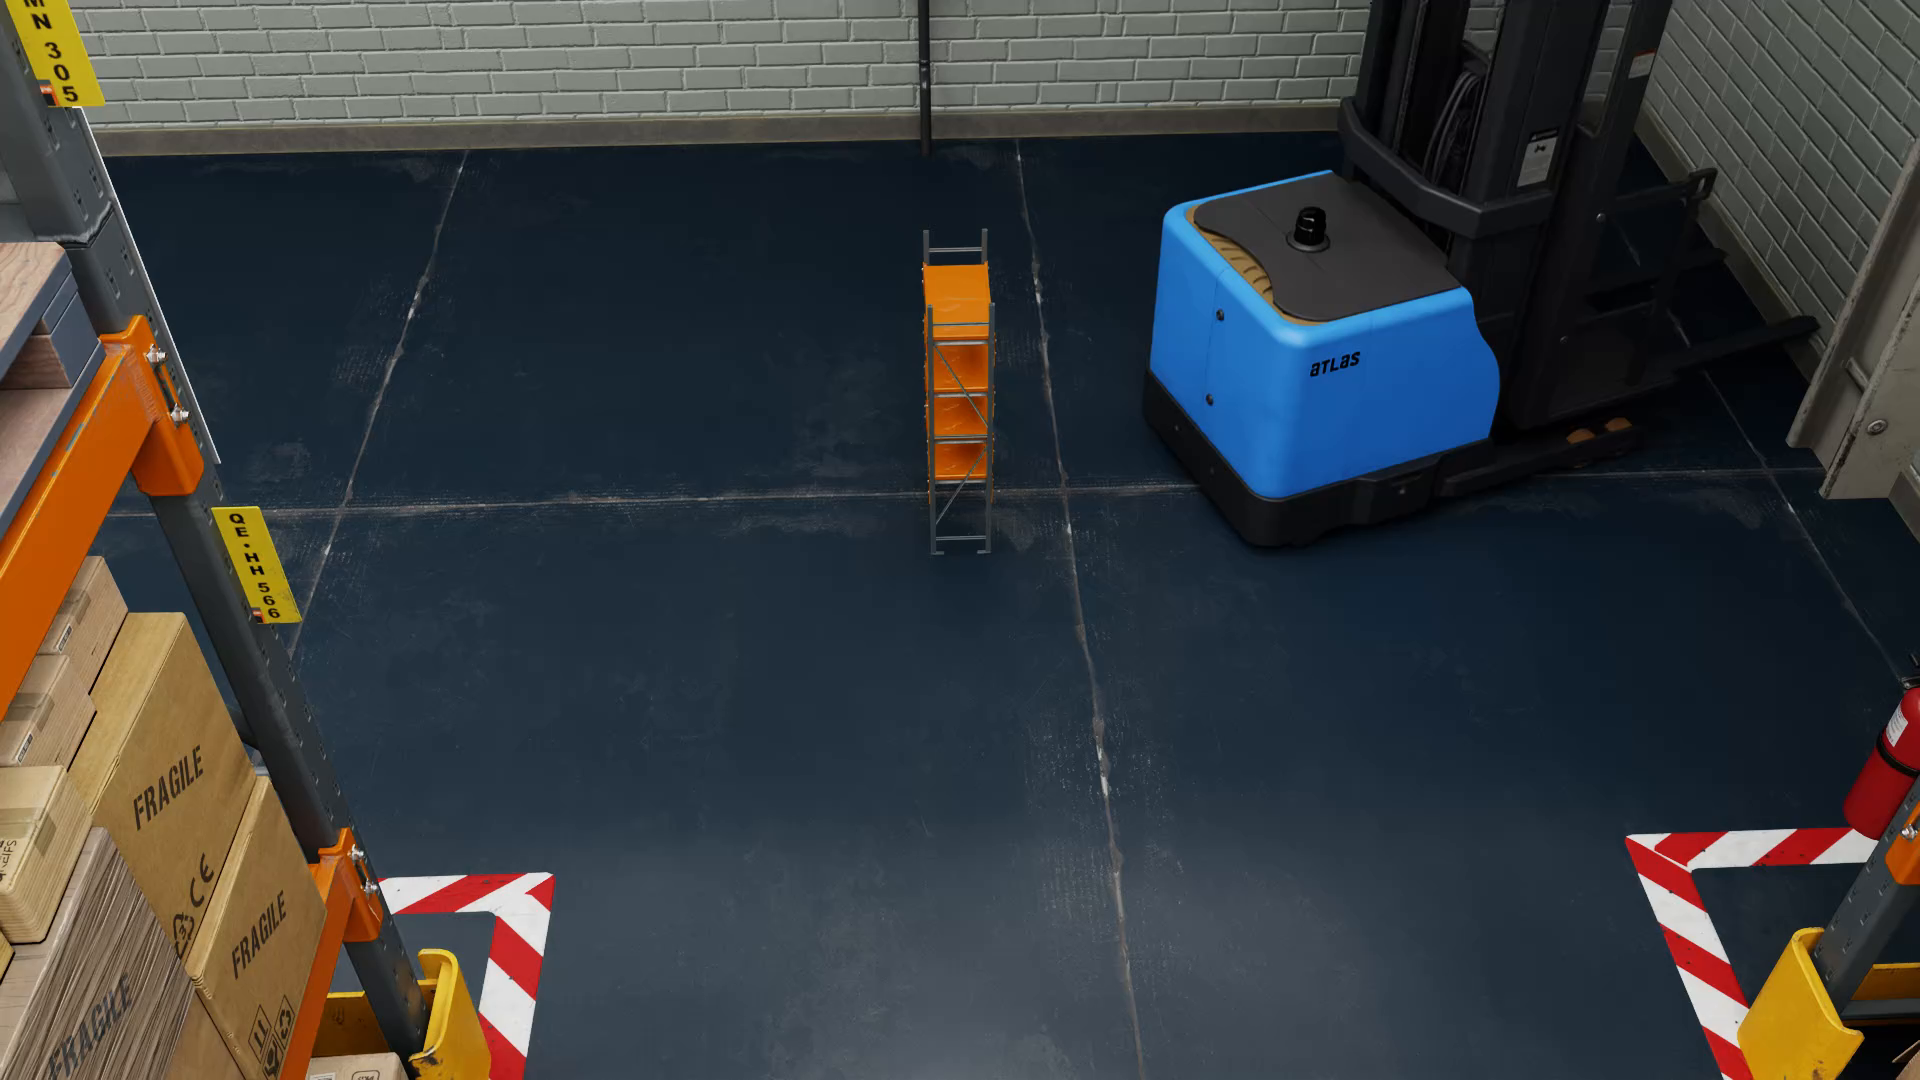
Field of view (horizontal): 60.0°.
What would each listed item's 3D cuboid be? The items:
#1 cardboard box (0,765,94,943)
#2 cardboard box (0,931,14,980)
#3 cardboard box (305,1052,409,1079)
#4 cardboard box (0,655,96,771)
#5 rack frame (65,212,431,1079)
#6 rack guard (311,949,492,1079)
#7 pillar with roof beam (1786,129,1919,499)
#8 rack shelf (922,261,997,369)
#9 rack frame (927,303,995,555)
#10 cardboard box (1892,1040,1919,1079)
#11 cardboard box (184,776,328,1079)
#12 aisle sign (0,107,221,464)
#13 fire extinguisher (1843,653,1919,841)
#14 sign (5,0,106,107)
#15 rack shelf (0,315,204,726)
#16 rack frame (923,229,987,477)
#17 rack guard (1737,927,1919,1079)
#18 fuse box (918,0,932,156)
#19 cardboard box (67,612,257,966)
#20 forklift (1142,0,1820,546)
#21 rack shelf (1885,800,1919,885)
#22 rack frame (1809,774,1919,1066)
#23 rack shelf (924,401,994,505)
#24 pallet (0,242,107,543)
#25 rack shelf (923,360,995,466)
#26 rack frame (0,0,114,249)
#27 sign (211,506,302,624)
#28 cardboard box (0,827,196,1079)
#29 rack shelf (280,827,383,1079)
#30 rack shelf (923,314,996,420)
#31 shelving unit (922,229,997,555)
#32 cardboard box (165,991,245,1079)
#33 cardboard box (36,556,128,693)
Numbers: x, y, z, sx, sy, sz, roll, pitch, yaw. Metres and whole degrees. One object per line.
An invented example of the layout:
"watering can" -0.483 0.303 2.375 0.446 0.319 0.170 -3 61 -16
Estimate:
"cardboard box" -1.652 0.511 2.679 0.380 0.149 0.250 -2 43 -2
"cardboard box" -1.682 0.682 2.492 0.380 0.149 0.250 -1 43 -1
"cardboard box" -1.869 1.808 4.143 0.875 0.438 0.875 -3 43 -3
"cardboard box" -1.747 0.339 2.867 0.380 0.149 0.250 -1 43 -1
"rack frame" -1.997 0.576 3.902 1.000 3.000 0.127 -2 43 -2
"rack guard" -1.998 1.481 4.764 1.175 0.500 0.348 -2 43 -2
"pillar with roof beam" -0.553 -3.503 3.912 9.100 9.000 0.400 -2 43 -2
"rack shelf" -0.007 -0.844 6.201 0.258 0.148 0.480 -2 43 -2
"rack frame" 0.003 -0.389 6.287 0.240 1.200 0.015 -2 43 -2
"cardboard box" 2.893 1.612 4.308 0.797 0.503 0.637 -3 43 -3
"cardboard box" -1.712 0.857 3.521 0.500 0.500 0.500 -1 43 -2
"aisle sign" -1.690 -0.440 3.086 0.394 0.787 0.004 -2 43 -2
"fire extinguisher" 2.494 0.511 4.306 0.296 0.674 0.183 -2 43 -2
"sign" -1.454 -0.833 2.622 0.100 0.325 0.005 -2 43 -2
"rack shelf" -1.912 1.086 1.658 1.077 0.370 4.000 -2 43 -2
"rack frame" -0.017 -0.719 6.646 0.240 1.200 0.015 -2 43 -2
"rack guard" 2.965 1.404 4.848 1.175 0.500 0.348 -2 43 -2
"fuse box" -0.155 -2.717 8.448 0.539 1.711 0.414 -2 43 -2
"cardboard box" -1.739 0.489 3.182 0.500 0.500 0.500 0 43 0
"forklift" 2.361 -1.702 6.438 3.031 2.935 1.130 -16 45 -17
"rack shelf" 3.047 2.046 2.830 1.077 0.370 4.000 -2 43 -2
"rack frame" 2.962 0.431 4.060 1.000 3.000 0.127 -2 43 -2
"rack shelf" -0.007 -0.358 6.646 0.258 0.148 0.480 -2 43 -2
"pallet" -1.955 0.003 2.372 1.003 0.211 1.213 -2 43 -2
"rack shelf" -0.007 -0.504 6.512 0.258 0.148 0.480 -2 43 -2
"rack frame" -1.997 -1.636 1.875 1.000 3.000 0.127 -2 43 -2
"sign" -1.454 0.056 3.437 0.100 0.325 0.005 -2 43 -2
"cardboard box" -1.687 0.841 2.798 0.500 0.500 0.500 -2 43 -2
"rack shelf" -1.912 2.191 2.672 1.077 0.370 4.000 -2 43 -2
"rack shelf" -0.007 -0.669 6.361 0.258 0.148 0.480 -2 43 -2
"shelving unit" -0.007 -0.554 6.466 0.258 1.200 0.503 -2 43 -2
"cardboard box" -1.706 1.196 3.151 0.500 0.500 0.500 -2 43 -3
"cardboard box" -1.782 0.168 3.053 0.380 0.149 0.250 -1 43 -1
